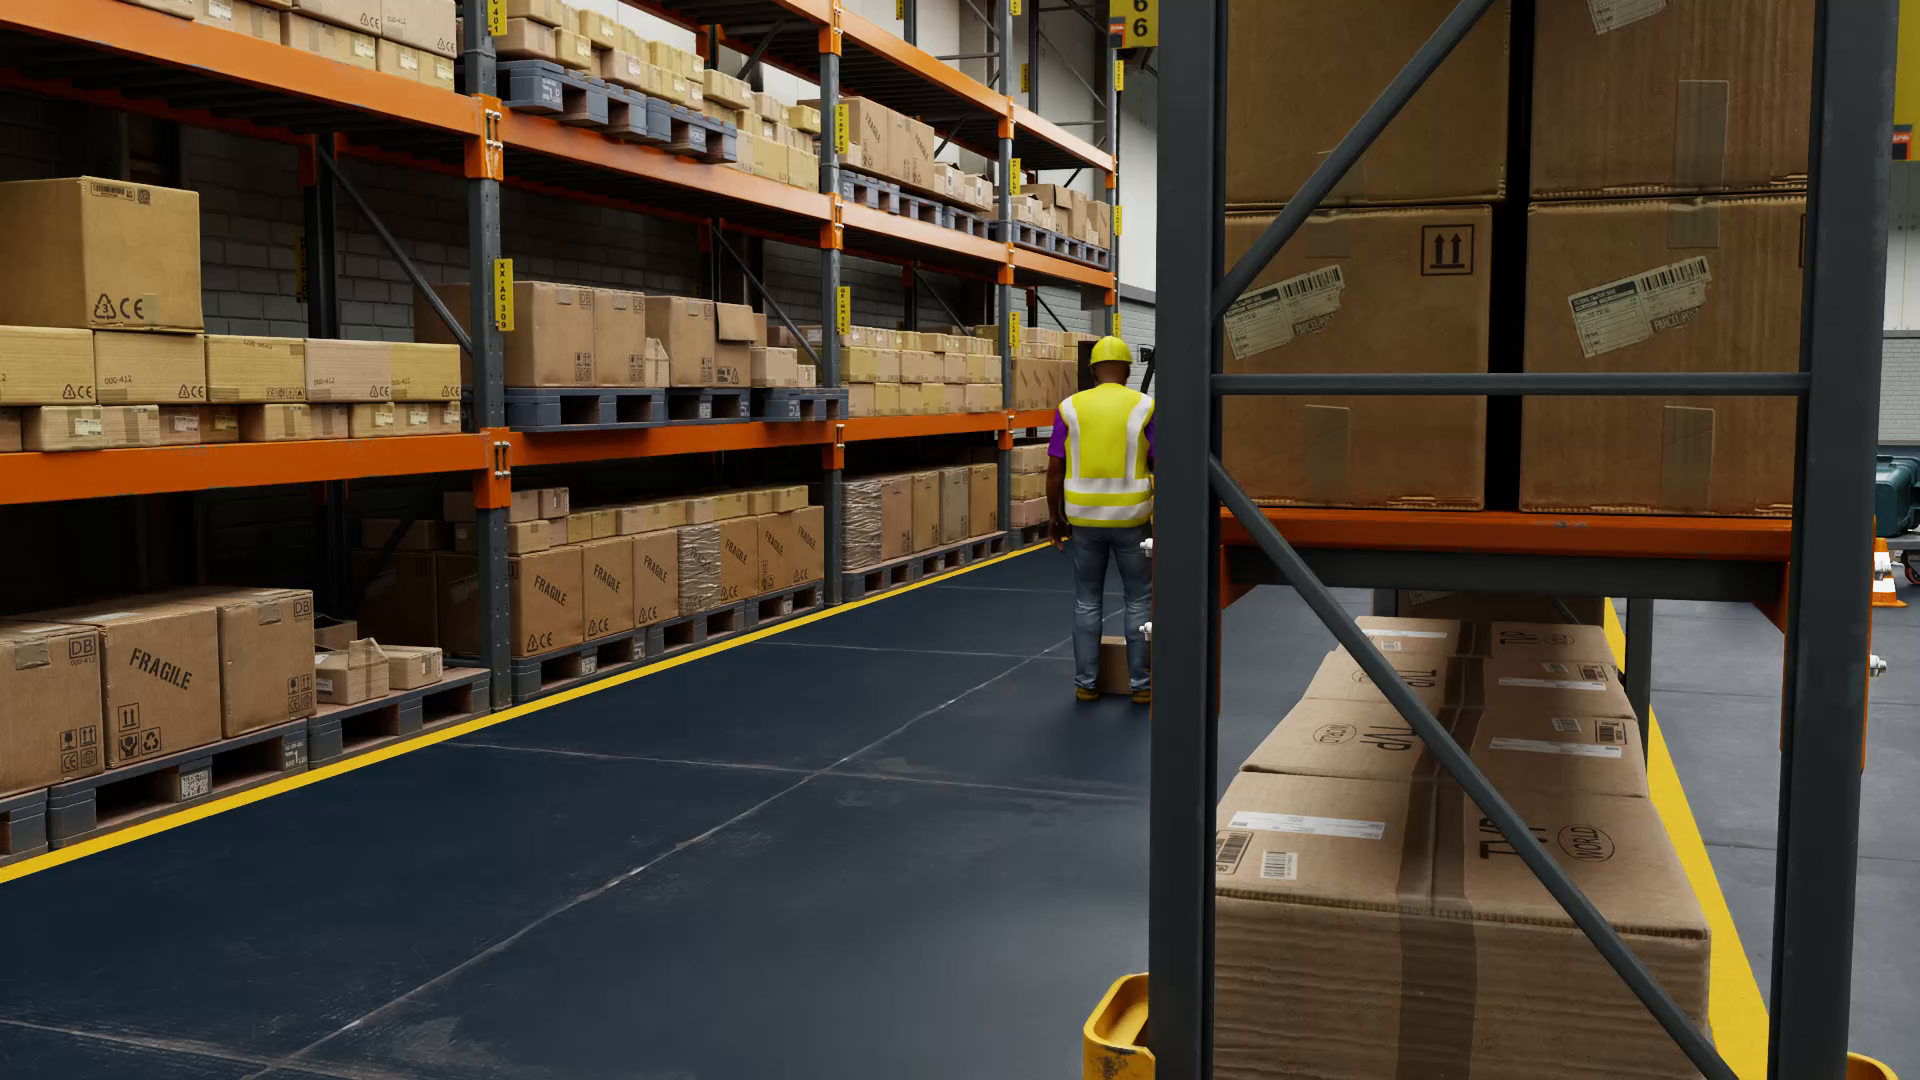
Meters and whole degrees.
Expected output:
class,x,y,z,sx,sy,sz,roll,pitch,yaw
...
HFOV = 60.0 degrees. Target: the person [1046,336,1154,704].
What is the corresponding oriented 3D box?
class,x,y,z,sx,sy,sz,roll,pitch,yaw
person,0.738,-0.103,8.057,0.637,1.757,0.460,2,5,17
